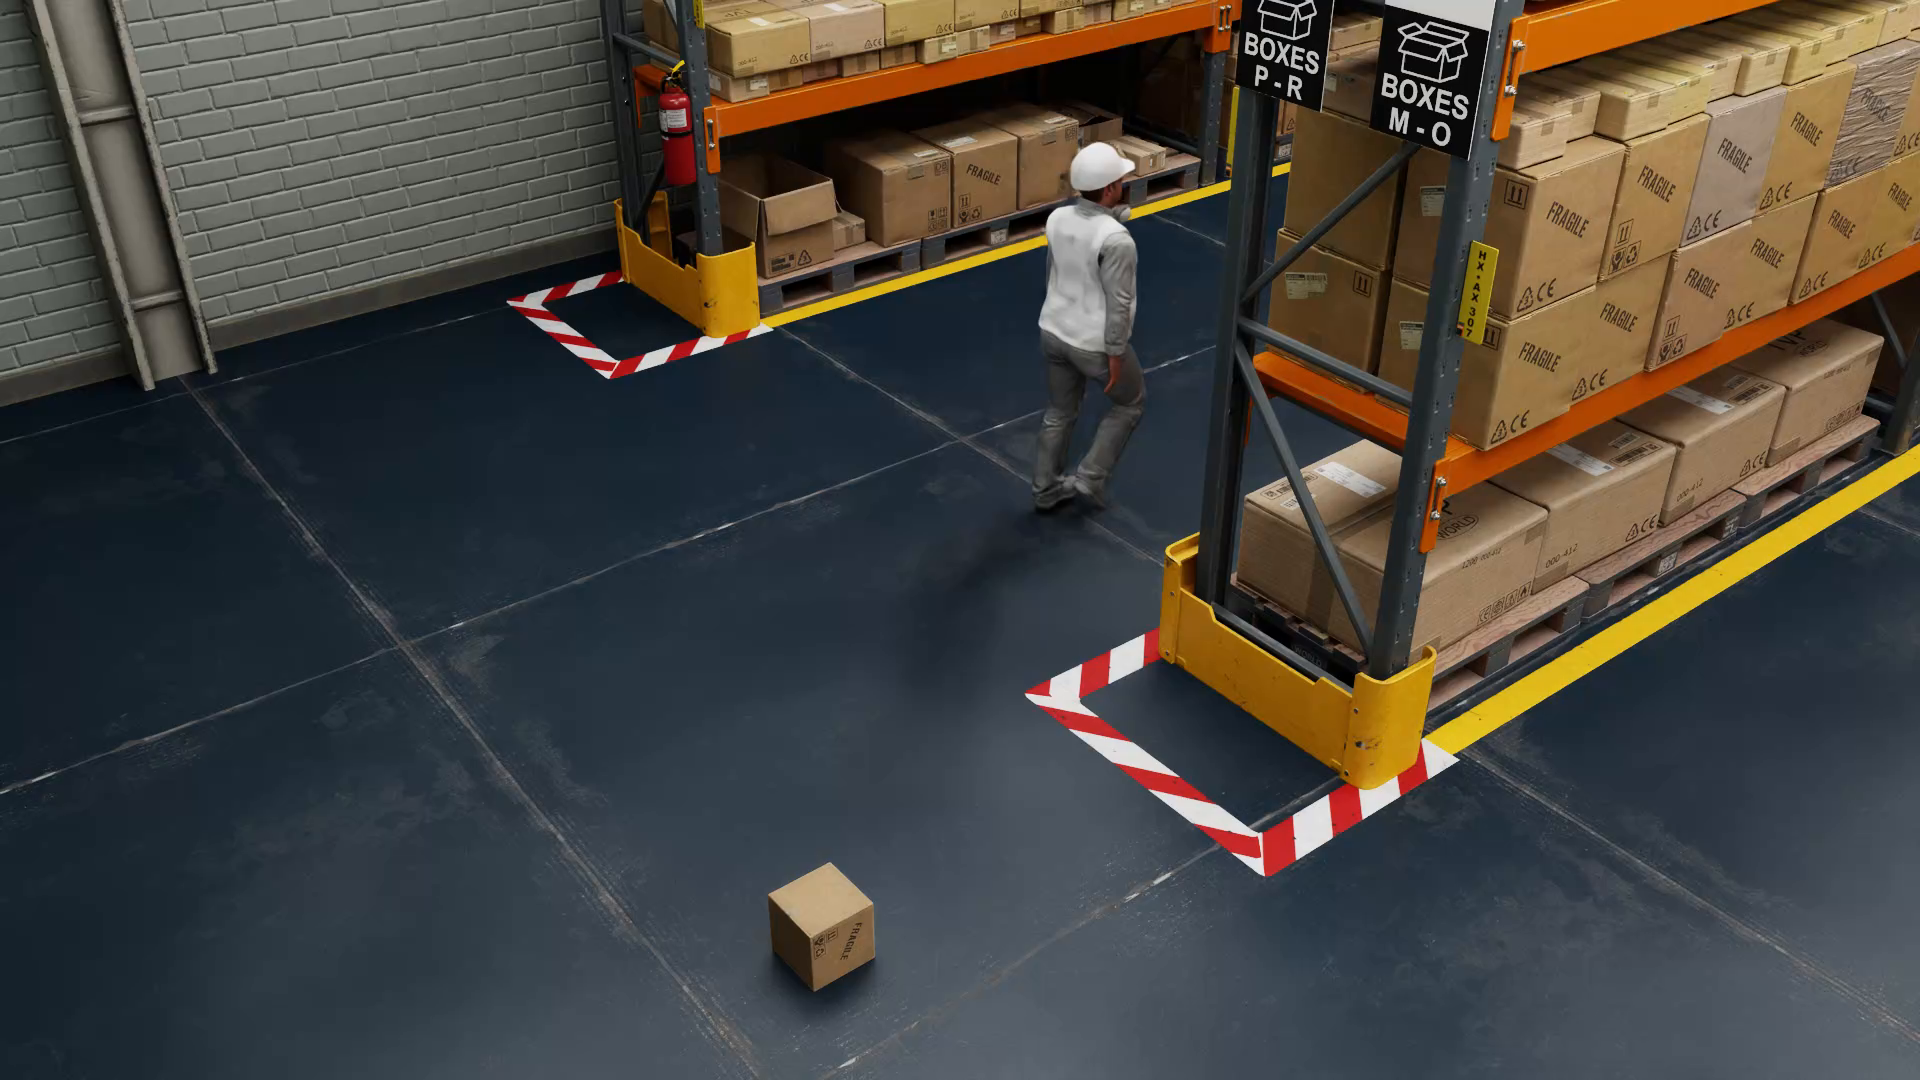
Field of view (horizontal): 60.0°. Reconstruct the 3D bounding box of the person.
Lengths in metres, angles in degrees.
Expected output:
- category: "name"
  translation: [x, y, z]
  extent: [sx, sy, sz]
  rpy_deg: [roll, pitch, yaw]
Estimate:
- category: "person"
  translation: [0.600, -0.926, 7.580]
  extent: [0.504, 1.797, 0.589]
  rpy_deg: [-26, 40, -35]
